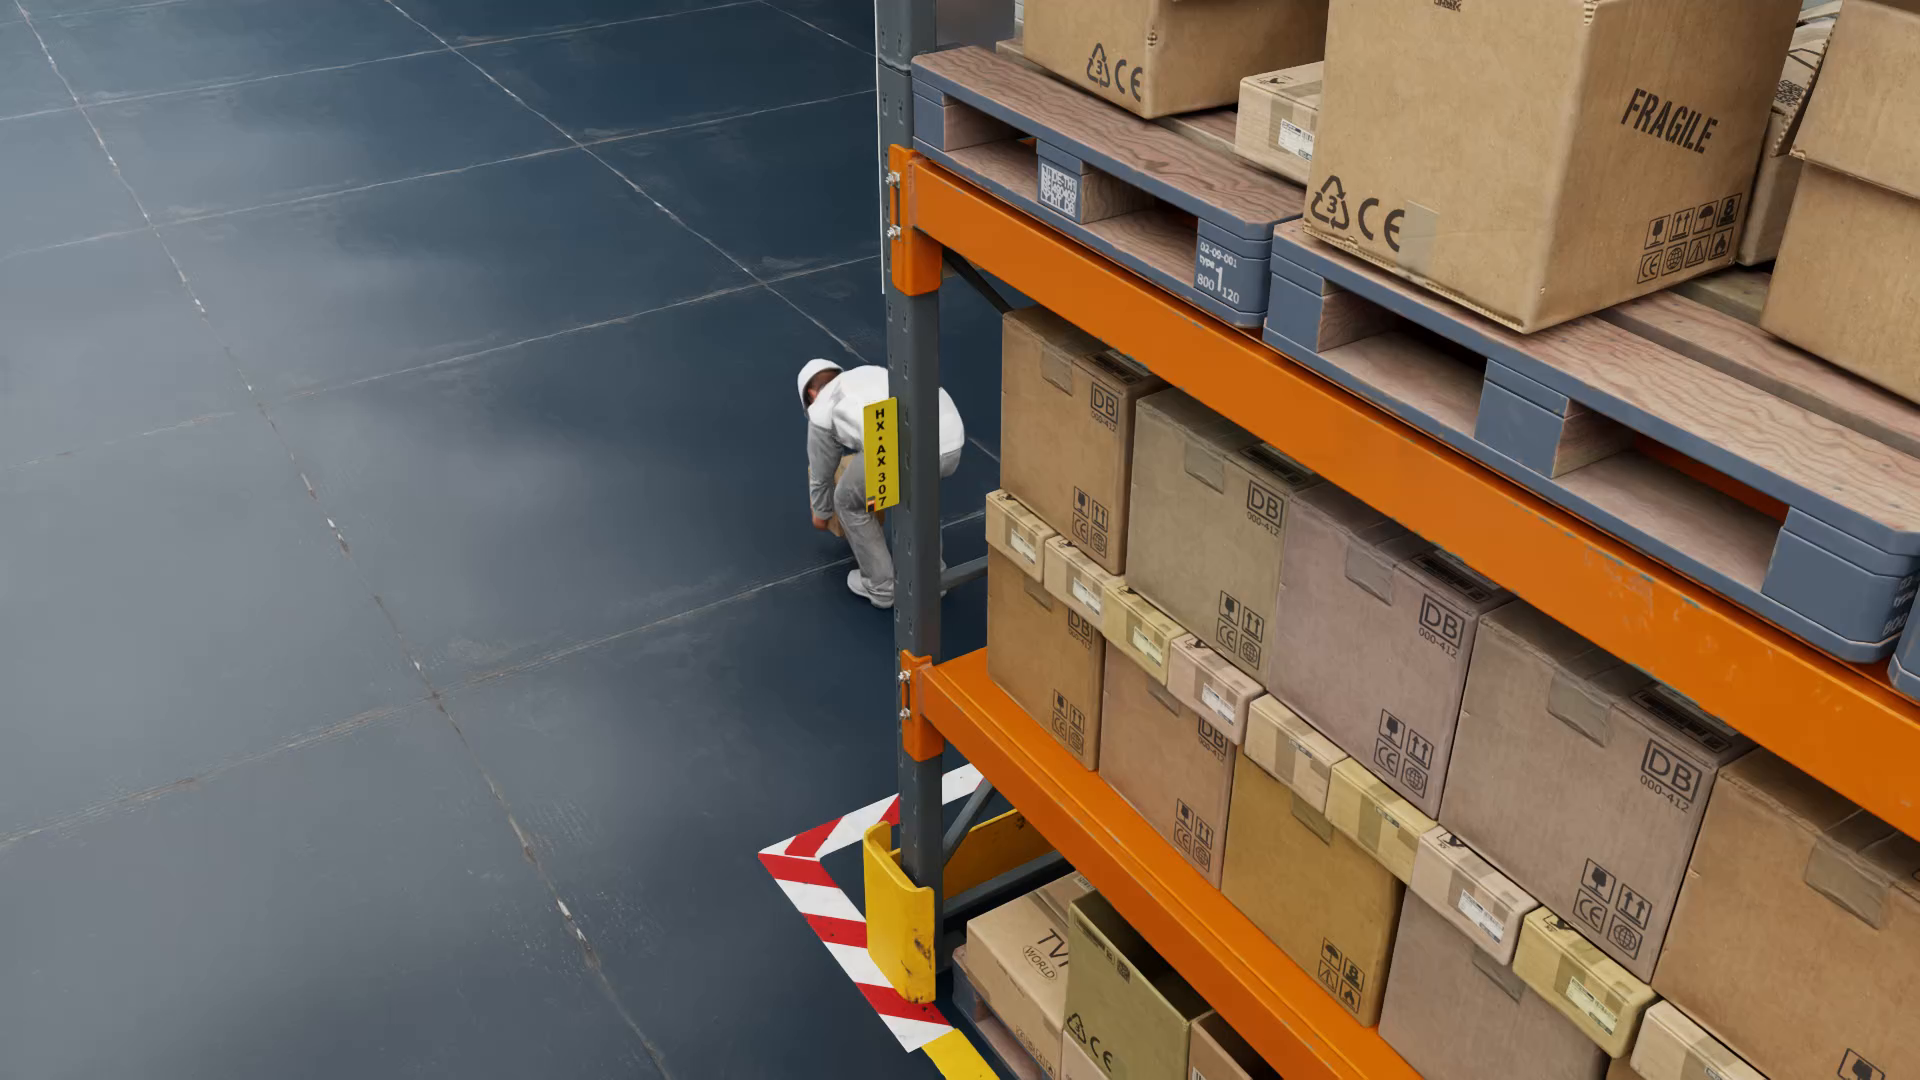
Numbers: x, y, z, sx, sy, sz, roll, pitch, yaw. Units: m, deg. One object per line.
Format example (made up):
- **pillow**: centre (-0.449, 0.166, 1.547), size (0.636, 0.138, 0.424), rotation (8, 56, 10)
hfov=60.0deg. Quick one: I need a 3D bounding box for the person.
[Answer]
- **person**: centre (-0.385, -0.305, 7.265), size (0.479, 1.054, 1.006), rotation (-21, 38, -29)
